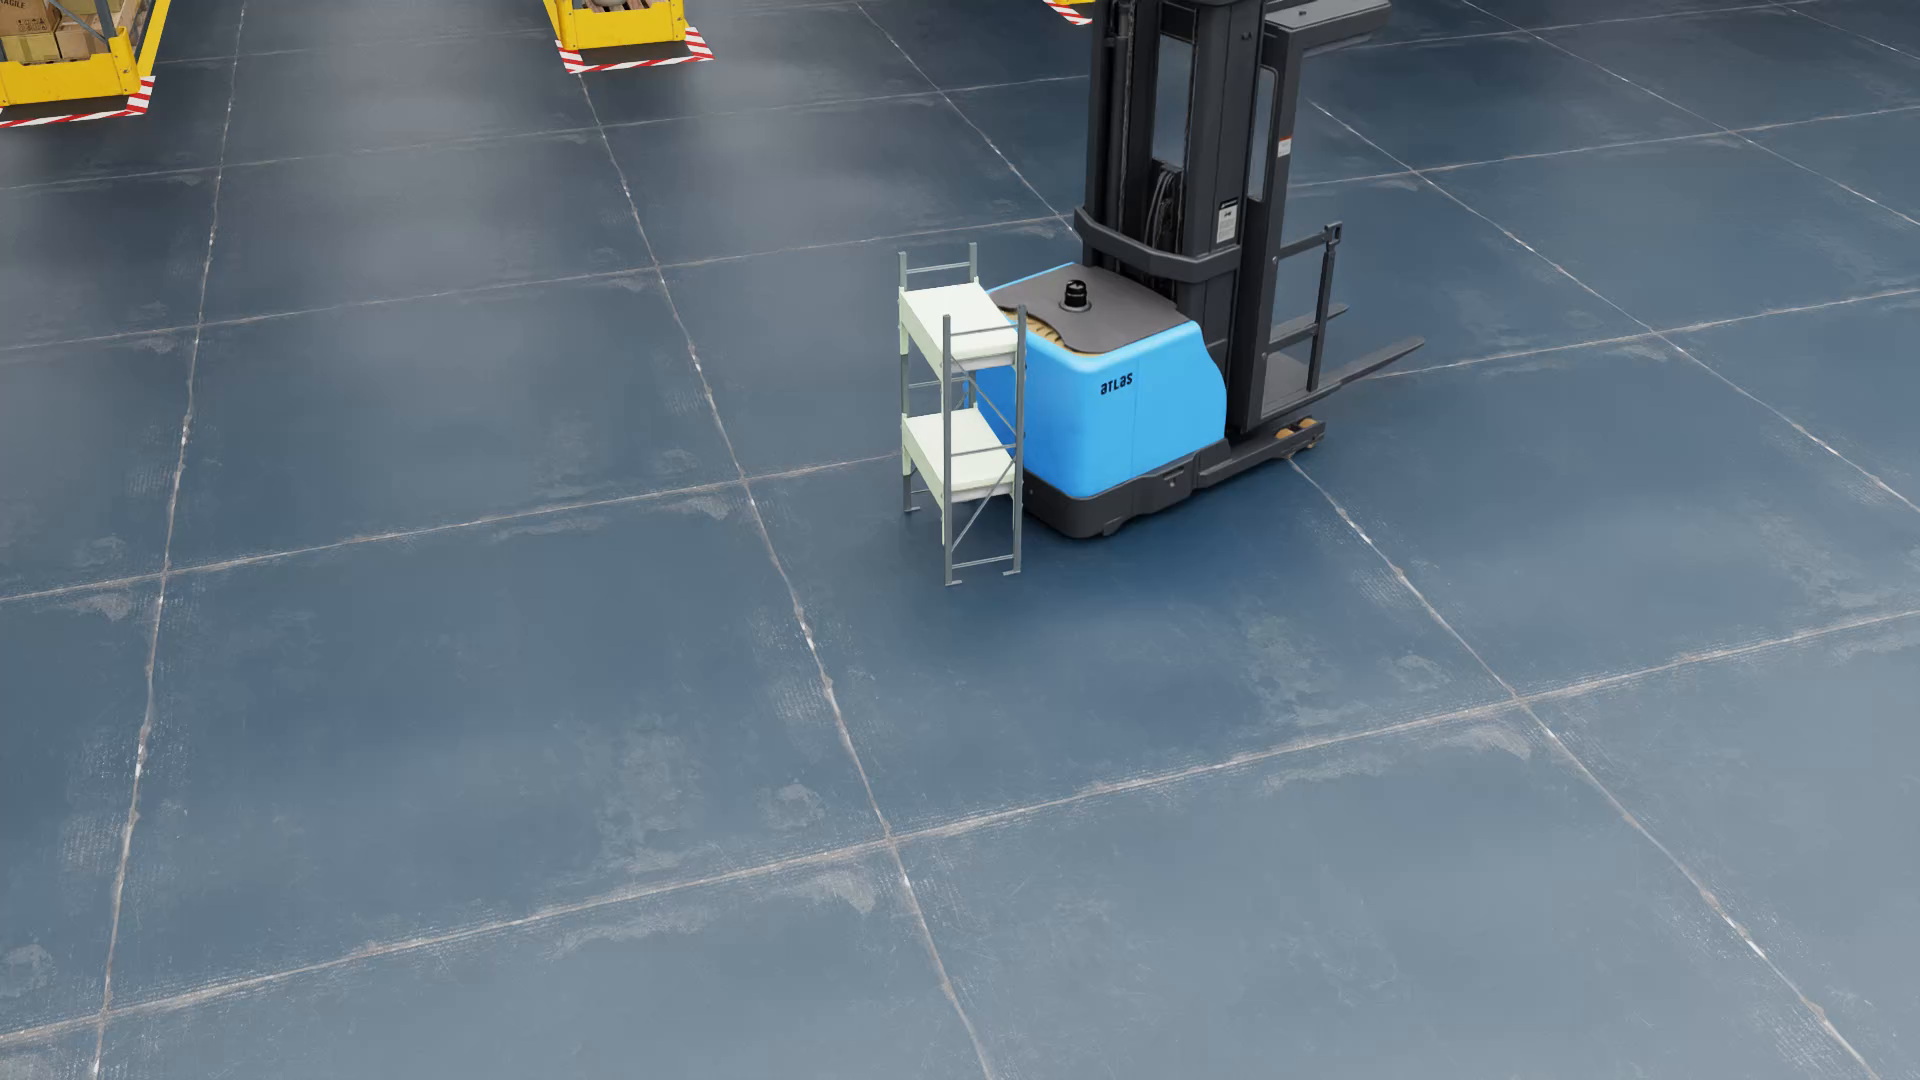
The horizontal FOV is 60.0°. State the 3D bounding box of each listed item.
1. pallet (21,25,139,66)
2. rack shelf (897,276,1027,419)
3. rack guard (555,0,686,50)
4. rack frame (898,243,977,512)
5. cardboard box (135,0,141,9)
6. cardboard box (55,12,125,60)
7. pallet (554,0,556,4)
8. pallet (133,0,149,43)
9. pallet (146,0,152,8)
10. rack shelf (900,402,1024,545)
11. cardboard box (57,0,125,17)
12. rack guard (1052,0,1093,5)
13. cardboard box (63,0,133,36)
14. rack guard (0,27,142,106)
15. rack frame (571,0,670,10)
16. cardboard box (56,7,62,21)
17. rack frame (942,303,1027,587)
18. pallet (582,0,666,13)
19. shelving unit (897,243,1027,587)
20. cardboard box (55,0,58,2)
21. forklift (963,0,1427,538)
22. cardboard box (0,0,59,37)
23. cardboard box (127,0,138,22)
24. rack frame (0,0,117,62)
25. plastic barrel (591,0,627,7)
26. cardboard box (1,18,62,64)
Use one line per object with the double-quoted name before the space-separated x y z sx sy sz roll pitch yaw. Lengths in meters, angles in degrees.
"pallet" -8.170 -4.445 15.285 1.003 0.211 1.213 -10 35 -15
"rack shelf" 0.002 -0.948 8.116 0.431 0.370 0.720 -10 35 -15
"rack guard" -3.246 -5.034 15.915 1.175 0.500 0.348 -10 35 -15
"rack frame" -0.110 -0.814 8.622 0.400 1.500 0.023 -10 35 -15
"cardboard box" -8.305 -5.349 16.237 0.500 0.250 0.500 -10 35 -15
"cardboard box" -7.849 -4.561 15.045 0.500 0.250 0.500 -10 35 -15
"pallet" -3.858 -5.980 17.609 1.003 0.211 1.213 -10 35 -15
"pallet" -8.539 -5.085 16.253 1.003 0.211 1.213 -10 35 -15
"pallet" -8.914 -5.726 17.224 1.003 0.211 1.213 -10 35 -15
"rack shelf" 0.002 -0.350 8.511 0.431 0.370 0.720 -10 35 -15
"cardboard box" -8.003 -5.136 15.235 0.500 0.500 0.500 -10 35 -15
"rack guard" 1.515 -5.875 17.187 1.175 0.500 0.348 -10 35 -15
"cardboard box" -8.005 -4.823 15.441 0.500 0.250 0.500 -10 35 -15
"rack guard" -7.890 -4.159 14.590 1.175 0.500 0.348 -10 35 -15
"rack frame" -3.179 -6.045 15.177 1.000 3.000 0.127 -10 35 -15
"cardboard box" -8.506 -4.734 15.307 0.500 0.250 0.500 -10 35 -15
"rack frame" 0.114 -0.430 8.040 0.400 1.500 0.023 -10 35 -15
"pallet" -3.489 -5.341 16.641 1.003 0.211 1.213 -10 35 -15
"shelving unit" 0.002 -0.622 8.331 0.431 1.500 0.755 -10 35 -15
"cardboard box" -8.663 -5.309 15.496 0.500 0.500 0.500 -10 35 -15
"forklift" 1.470 -1.891 8.954 3.031 2.935 1.130 -24 40 -31
"cardboard box" -8.344 -4.786 14.706 0.500 0.500 0.500 -10 35 -15
"cardboard box" -8.157 -5.085 15.838 0.500 0.250 0.500 -10 35 -15
"rack frame" -7.897 -5.214 13.920 1.000 3.000 0.127 -10 35 -15
"plastic barrel" -3.452 -5.515 16.251 0.421 0.512 0.421 0 33 0
"cardboard box" -8.342 -4.474 14.913 0.500 0.250 0.500 -10 35 -15
